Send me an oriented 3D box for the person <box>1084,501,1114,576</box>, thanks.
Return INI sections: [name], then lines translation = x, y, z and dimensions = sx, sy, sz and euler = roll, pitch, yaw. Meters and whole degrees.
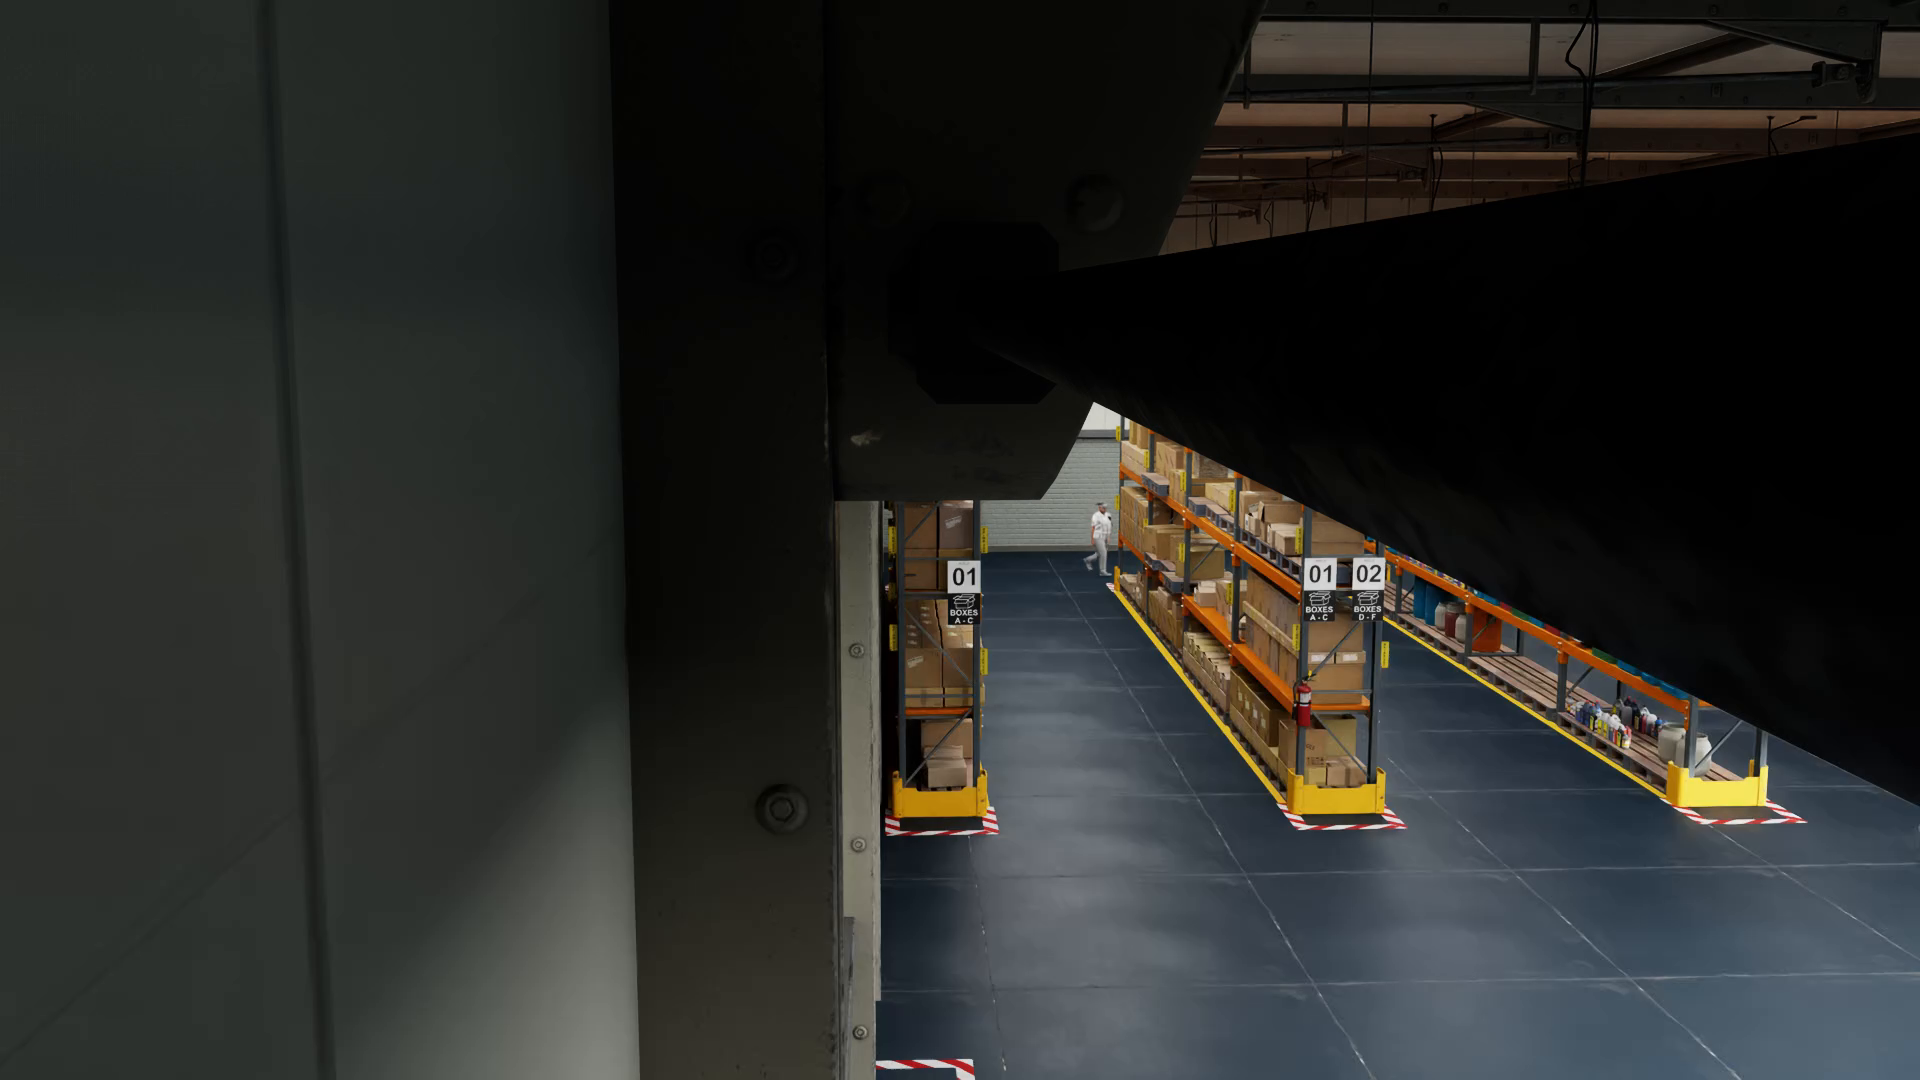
[person]
translation = 3.219, -0.061, 38.405
dimensions = 0.859, 1.723, 0.529
euler = 6, 10, 37
